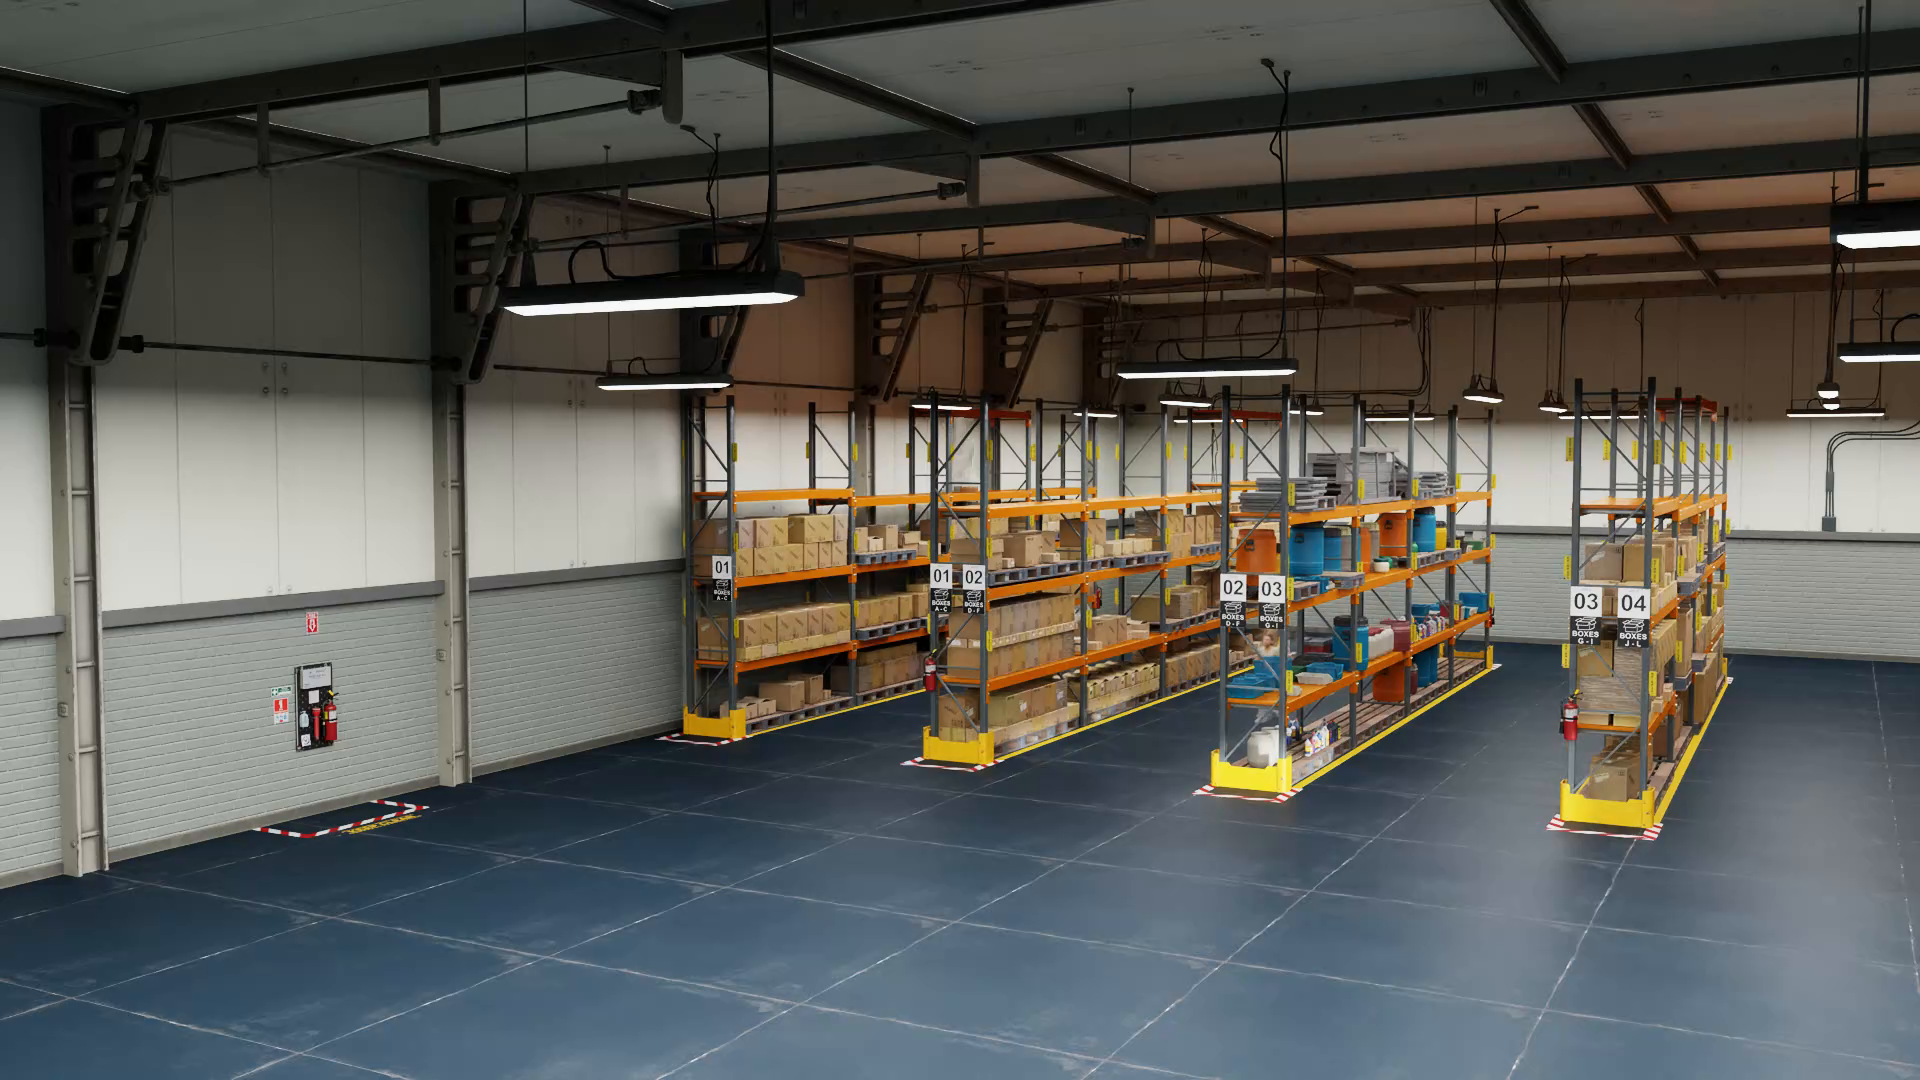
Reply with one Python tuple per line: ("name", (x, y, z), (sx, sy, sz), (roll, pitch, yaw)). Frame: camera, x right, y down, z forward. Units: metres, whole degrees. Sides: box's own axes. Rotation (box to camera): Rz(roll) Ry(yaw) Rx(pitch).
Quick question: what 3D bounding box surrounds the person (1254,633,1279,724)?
("person", (5.758, 2.556, 30.993), (0.589, 1.659, 0.893), (2, 4, 32))
